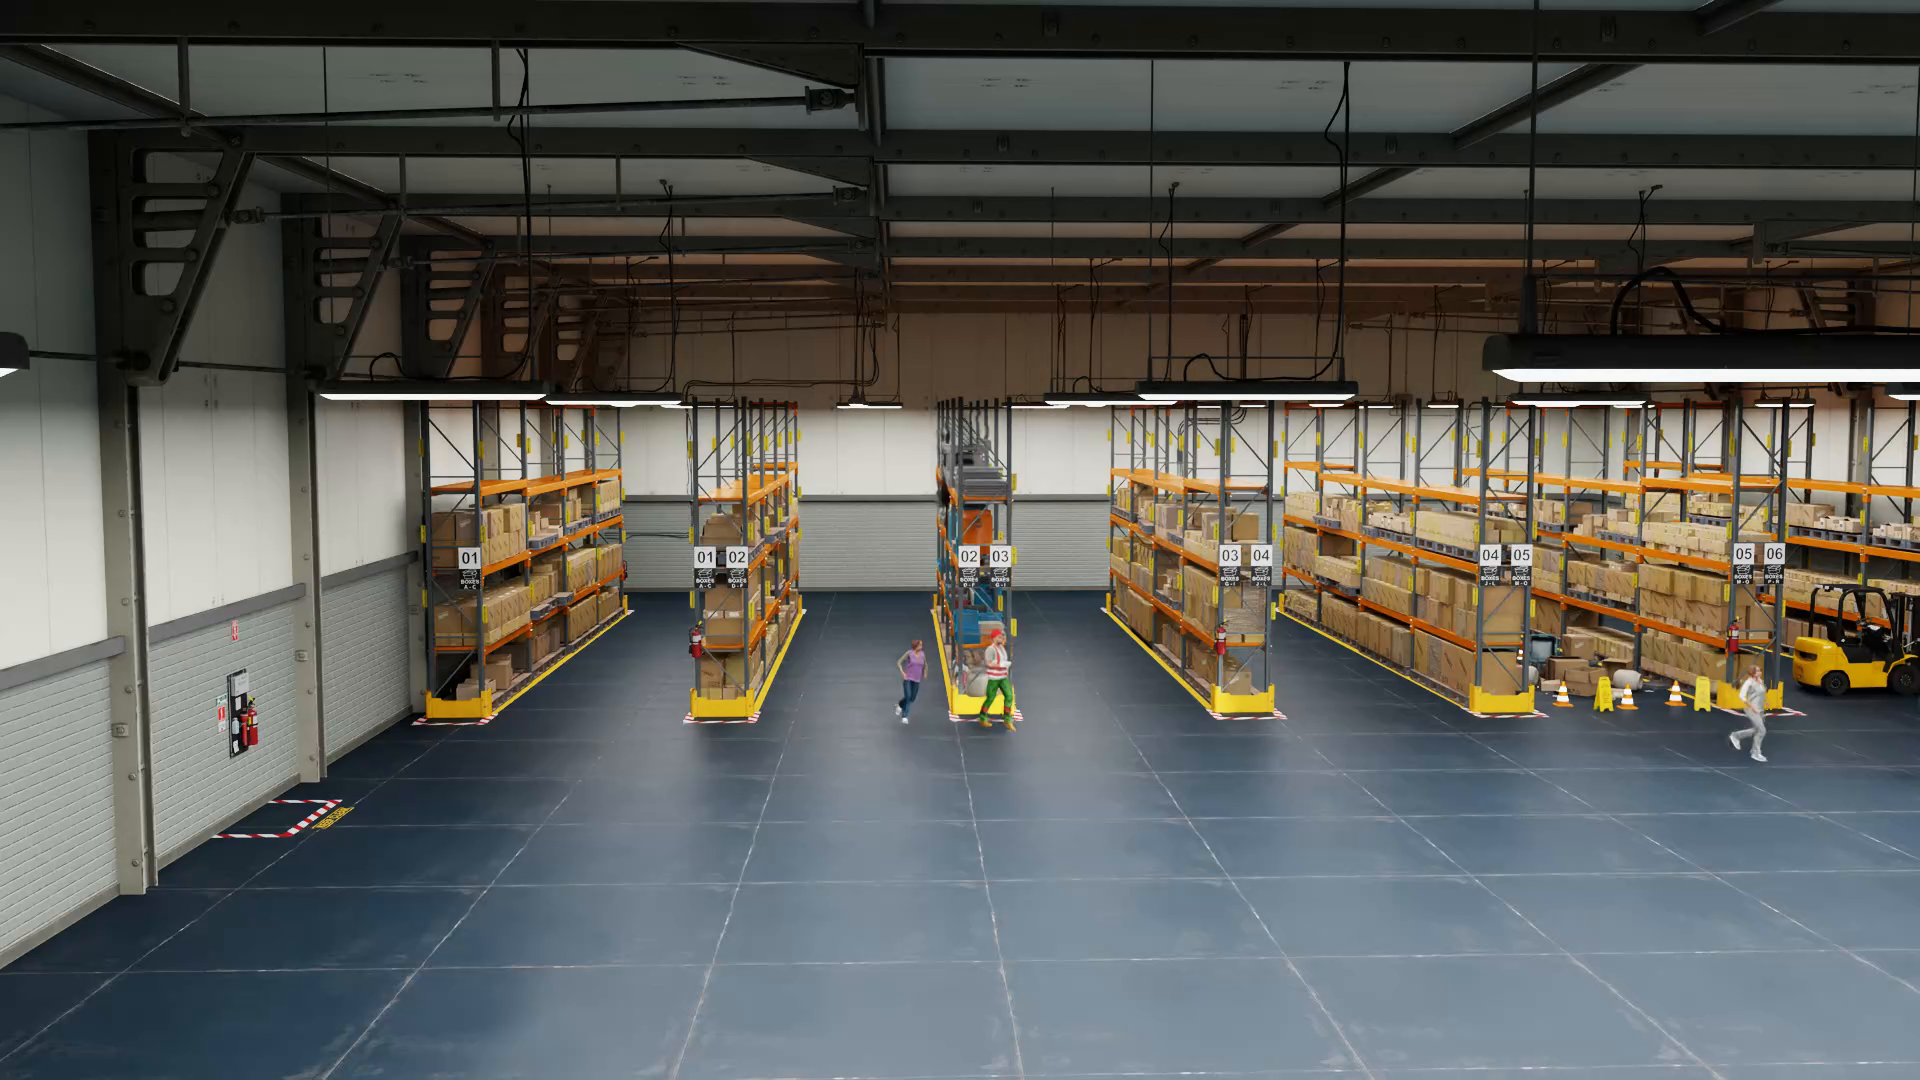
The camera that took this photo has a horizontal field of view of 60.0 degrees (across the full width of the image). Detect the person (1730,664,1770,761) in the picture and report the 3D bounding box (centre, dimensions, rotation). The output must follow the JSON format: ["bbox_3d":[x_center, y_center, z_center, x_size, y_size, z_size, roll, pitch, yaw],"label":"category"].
[{"bbox_3d":[13.038,2.831,27.439,0.535,1.582,0.625,-4,6,-41],"label":"person"}]

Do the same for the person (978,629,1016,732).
[{"bbox_3d":[0.669,2.509,29.838,0.759,1.831,0.672,4,6,40],"label":"person"}]

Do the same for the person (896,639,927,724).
[{"bbox_3d":[-0.897,2.599,30.887,0.601,1.549,0.645,-2,5,-28],"label":"person"}]
